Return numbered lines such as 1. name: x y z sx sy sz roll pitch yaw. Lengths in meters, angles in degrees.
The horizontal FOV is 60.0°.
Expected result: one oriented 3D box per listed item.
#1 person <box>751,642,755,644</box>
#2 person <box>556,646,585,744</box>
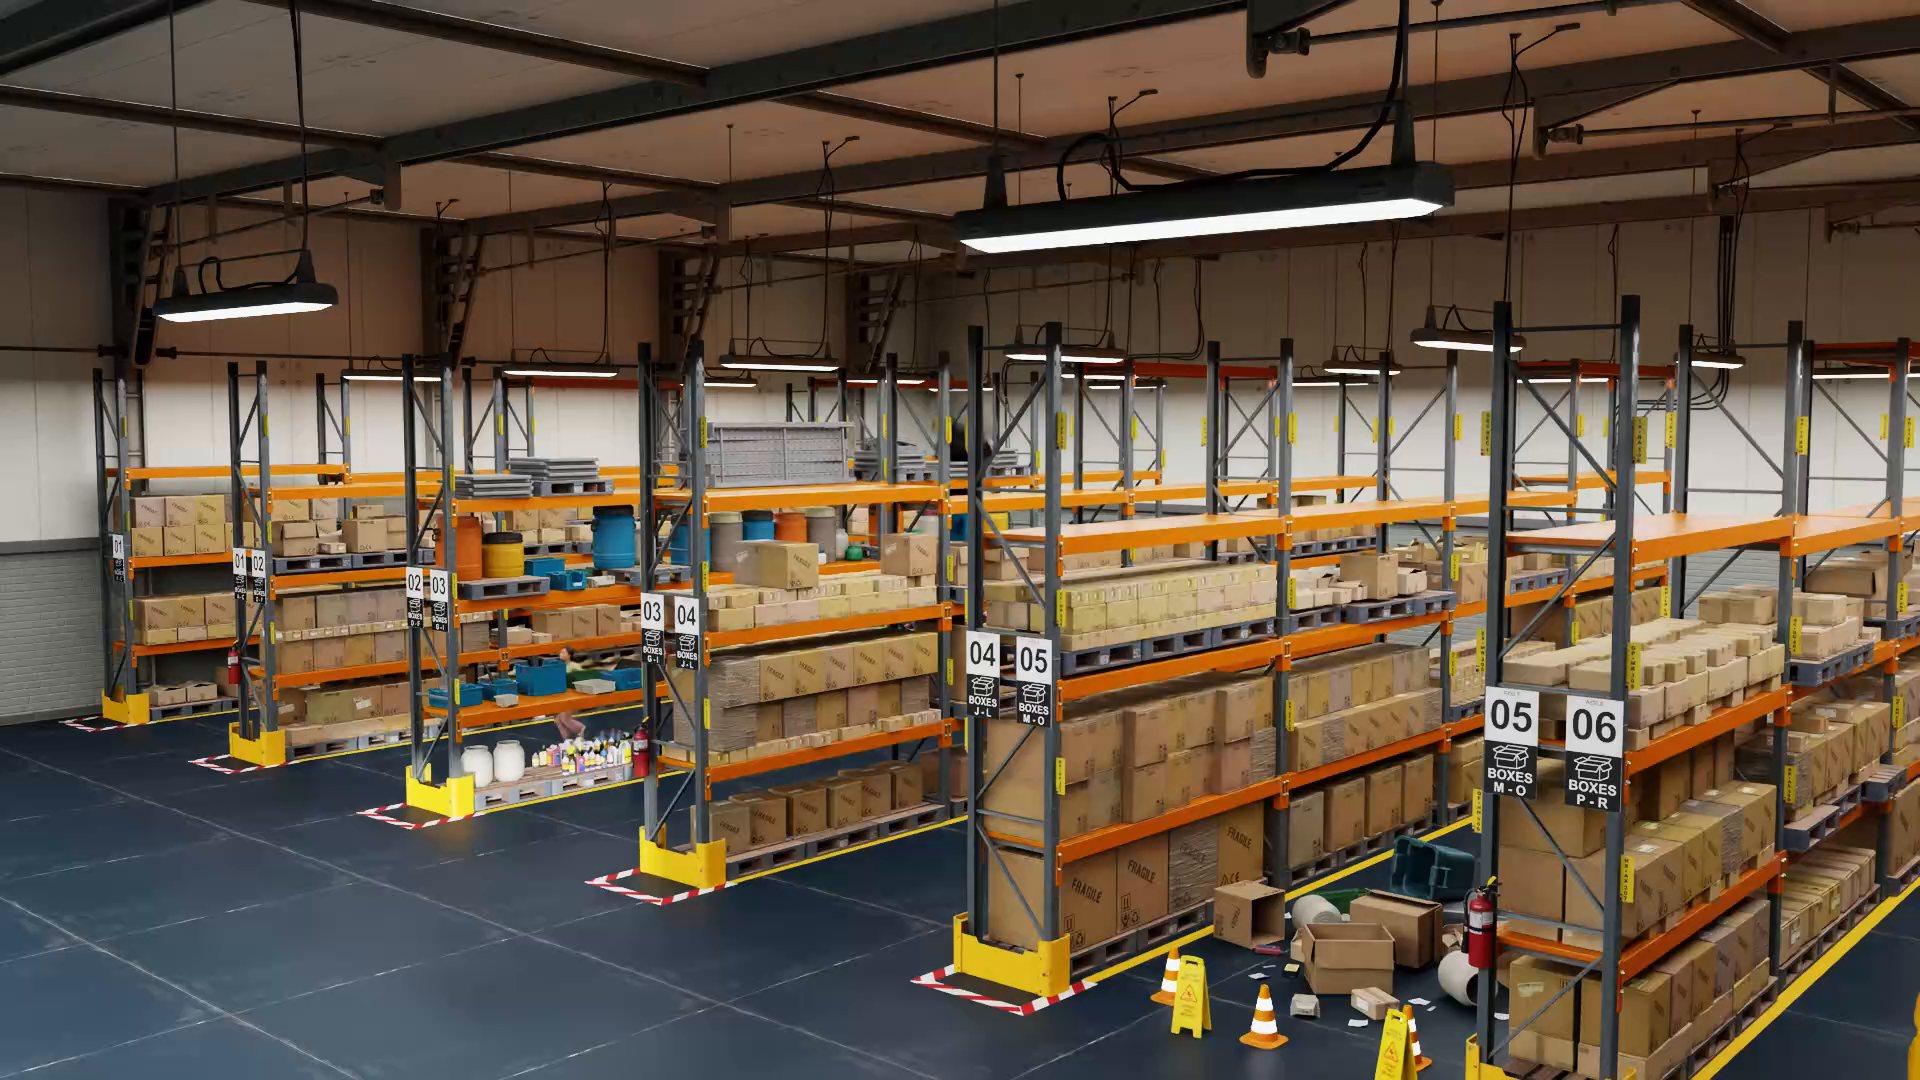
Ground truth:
1. person: -3.906 2.136 28.978 0.708 1.770 1.064 3 5 31
2. person: -6.070 2.457 25.843 0.580 1.636 0.547 3 5 34
